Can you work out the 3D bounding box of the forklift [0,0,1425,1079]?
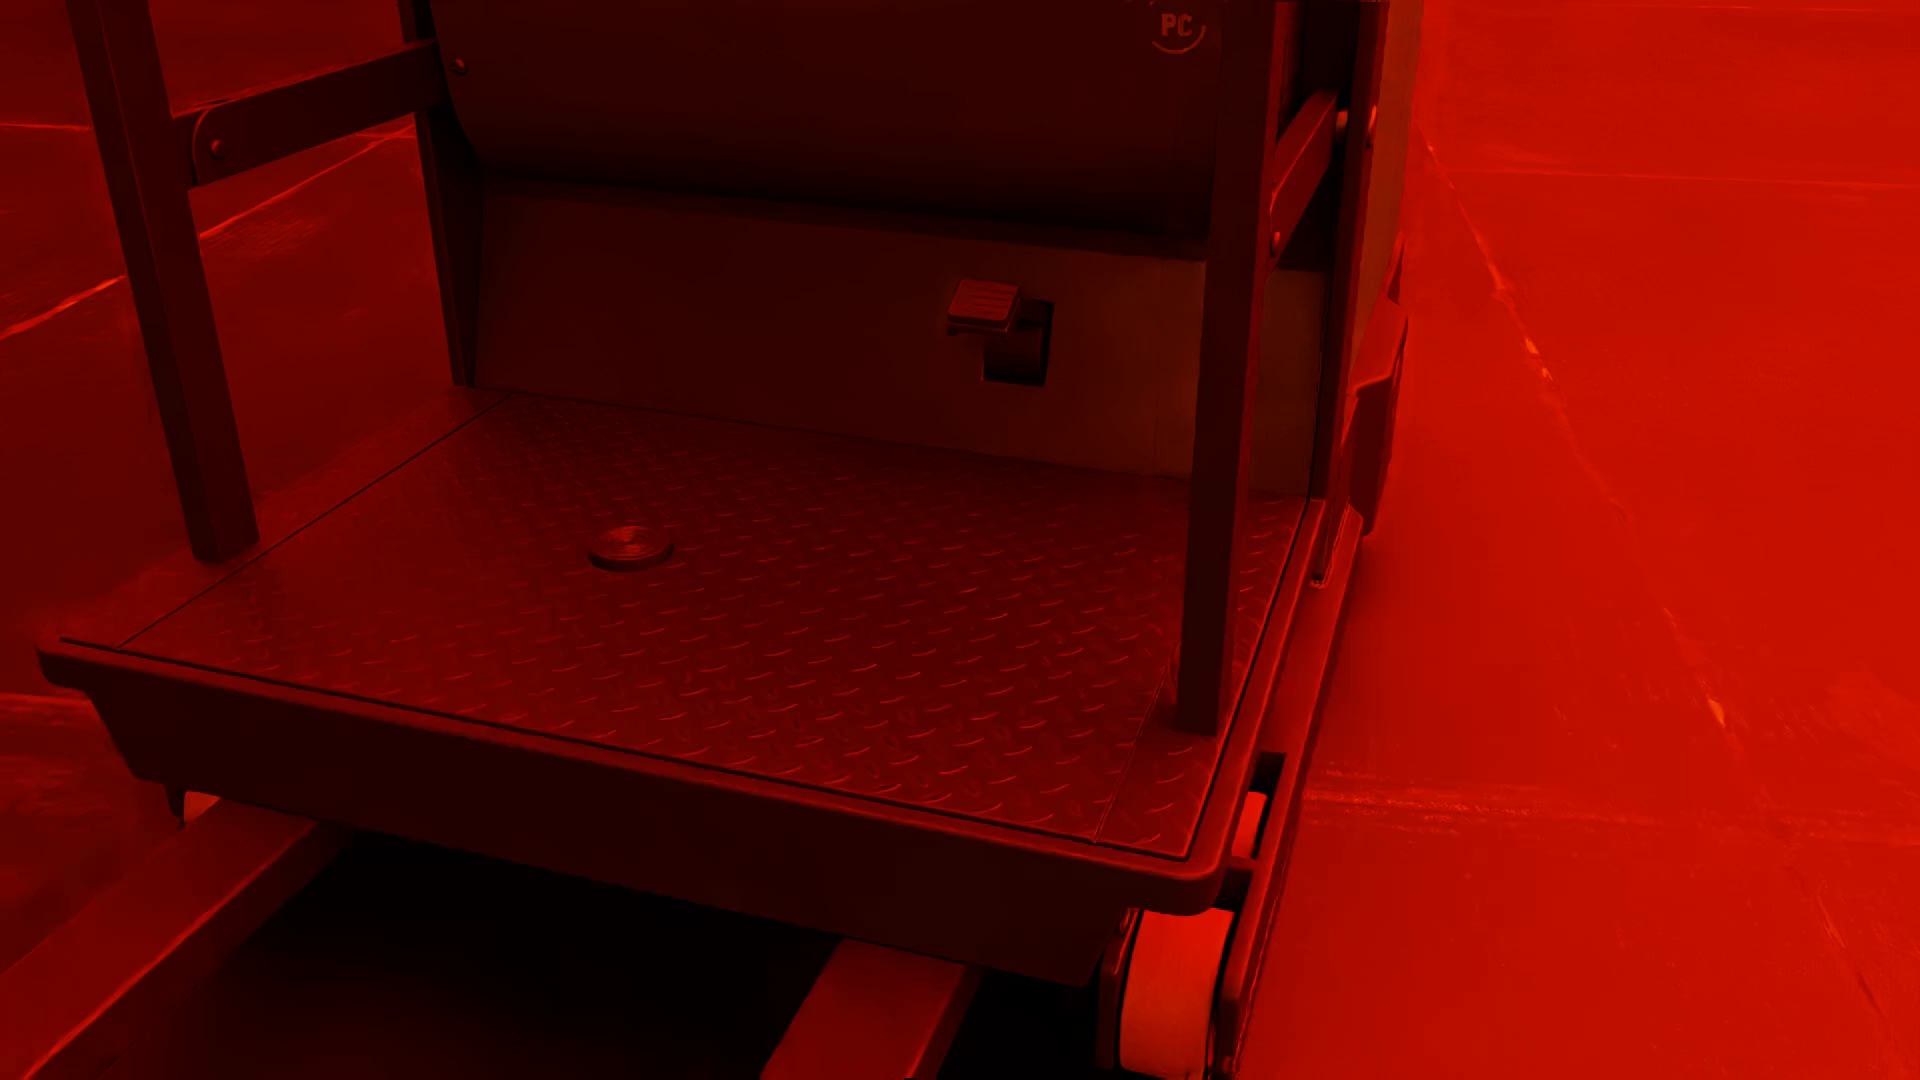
[{"bbox_3d":[-0.185,-1.021,1.264,1.130,2.935,3.031,8,28,16],"label":"forklift"}]
